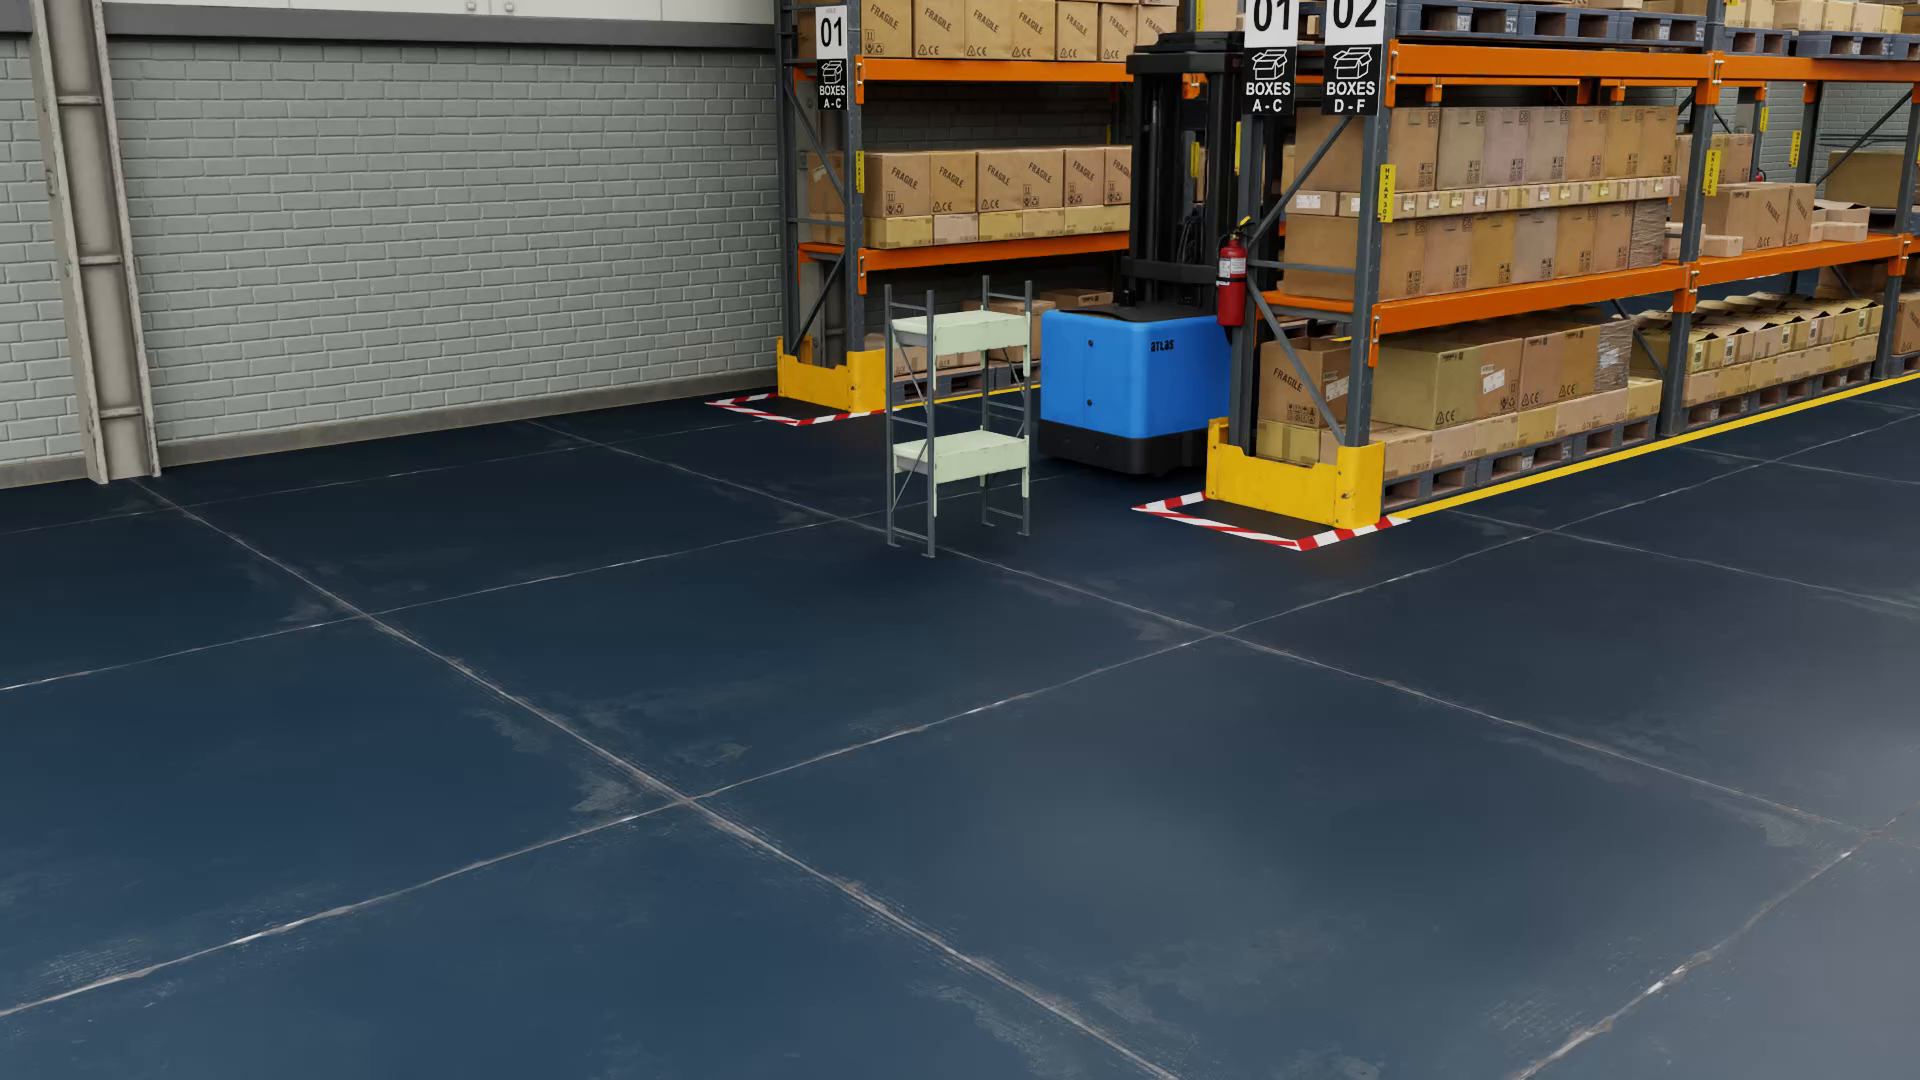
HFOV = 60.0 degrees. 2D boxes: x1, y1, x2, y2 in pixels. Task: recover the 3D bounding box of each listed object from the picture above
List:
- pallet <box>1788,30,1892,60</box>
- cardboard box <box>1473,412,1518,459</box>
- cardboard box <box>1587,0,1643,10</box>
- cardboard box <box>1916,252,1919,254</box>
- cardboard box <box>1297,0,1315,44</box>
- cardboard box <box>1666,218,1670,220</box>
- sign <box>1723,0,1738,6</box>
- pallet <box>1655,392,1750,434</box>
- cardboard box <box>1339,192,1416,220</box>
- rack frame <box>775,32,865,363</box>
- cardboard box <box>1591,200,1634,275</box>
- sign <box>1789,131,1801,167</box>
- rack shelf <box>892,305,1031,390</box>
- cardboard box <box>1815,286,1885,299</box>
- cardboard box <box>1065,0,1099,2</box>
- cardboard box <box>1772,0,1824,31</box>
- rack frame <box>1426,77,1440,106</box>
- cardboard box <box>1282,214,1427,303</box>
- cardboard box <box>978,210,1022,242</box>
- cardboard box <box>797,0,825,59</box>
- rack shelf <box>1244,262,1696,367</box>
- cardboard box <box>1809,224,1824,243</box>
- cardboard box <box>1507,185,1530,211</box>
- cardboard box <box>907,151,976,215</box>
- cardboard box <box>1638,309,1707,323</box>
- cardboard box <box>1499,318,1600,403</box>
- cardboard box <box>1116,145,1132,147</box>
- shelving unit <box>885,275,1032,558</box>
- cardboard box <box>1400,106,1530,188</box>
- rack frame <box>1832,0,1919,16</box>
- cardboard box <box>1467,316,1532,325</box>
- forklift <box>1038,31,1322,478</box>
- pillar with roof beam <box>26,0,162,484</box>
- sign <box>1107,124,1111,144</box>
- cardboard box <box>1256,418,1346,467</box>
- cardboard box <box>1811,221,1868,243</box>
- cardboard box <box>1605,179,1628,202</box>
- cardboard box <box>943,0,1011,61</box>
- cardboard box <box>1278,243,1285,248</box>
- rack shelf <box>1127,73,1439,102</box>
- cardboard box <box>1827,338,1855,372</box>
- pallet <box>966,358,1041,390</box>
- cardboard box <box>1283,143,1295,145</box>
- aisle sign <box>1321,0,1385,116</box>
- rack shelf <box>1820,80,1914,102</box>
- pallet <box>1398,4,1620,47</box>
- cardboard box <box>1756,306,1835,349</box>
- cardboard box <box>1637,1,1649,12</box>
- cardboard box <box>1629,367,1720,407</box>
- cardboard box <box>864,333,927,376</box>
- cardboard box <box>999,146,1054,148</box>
[{"bbox_3d":[6.841,-4.043,13.626,1.213,0.211,1.003,-12,19,-37],"label":"pallet"},{"bbox_3d":[3.403,-0.744,11.238,0.500,0.250,0.500,-13,19,-39],"label":"cardboard box"},{"bbox_3d":[4.387,-3.670,11.268,0.250,0.149,0.380,-13,19,-39],"label":"cardboard box"},{"bbox_3d":[9.874,-2.848,17.138,0.500,0.250,0.500,-13,19,-39],"label":"cardboard box"},{"bbox_3d":[3.259,-5.280,16.884,0.500,0.500,0.500,-14,20,-41],"label":"cardboard box"},{"bbox_3d":[9.846,-4.429,23.290,0.250,0.149,0.380,-12,19,-39],"label":"cardboard box"},{"bbox_3d":[5.483,-3.959,11.792,0.005,0.325,0.100,-13,19,-39],"label":"sign"},{"bbox_3d":[5.648,-1.115,13.515,1.213,0.211,1.003,-13,19,-39],"label":"pallet"},{"bbox_3d":[2.538,-2.038,10.118,0.250,0.149,0.380,-13,20,-40],"label":"cardboard box"},{"bbox_3d":[-1.154,-2.616,13.730,0.127,3.000,1.000,-13,19,-39],"label":"rack frame"},{"bbox_3d":[4.394,-2.211,12.021,0.500,0.500,0.700,-13,20,-40],"label":"cardboard box"},{"bbox_3d":[7.772,-3.632,15.446,0.005,0.325,0.100,-13,19,-39],"label":"sign"},{"bbox_3d":[-0.005,-1.100,9.451,0.720,0.370,0.431,-13,19,-39],"label":"rack shelf"},{"bbox_3d":[8.687,-2.216,16.226,0.500,0.500,0.500,-12,19,-37],"label":"cardboard box"},{"bbox_3d":[0.870,-4.961,14.526,0.500,0.500,0.500,-14,20,-41],"label":"cardboard box"},{"bbox_3d":[6.600,-4.221,13.405,0.500,0.250,0.500,14,20,42],"label":"cardboard box"},{"bbox_3d":[4.881,-3.971,18.804,0.127,3.000,1.000,-13,19,-39],"label":"rack frame"},{"bbox_3d":[2.461,-1.777,10.396,0.500,0.500,0.700,-13,19,-39],"label":"cardboard box"},{"bbox_3d":[0.193,-2.750,14.484,0.500,0.250,0.500,-13,20,-40],"label":"cardboard box"},{"bbox_3d":[-1.006,-4.243,13.777,0.500,0.500,0.500,-11,18,-35],"label":"cardboard box"},{"bbox_3d":[3.609,-1.643,11.484,4.000,0.370,1.077,-13,19,-39],"label":"rack shelf"},{"bbox_3d":[7.210,-2.659,14.379,0.250,0.149,0.380,-11,18,-35],"label":"cardboard box"},{"bbox_3d":[3.508,-2.257,10.936,0.250,0.149,0.380,-13,20,-40],"label":"cardboard box"},{"bbox_3d":[-0.217,-3.019,14.040,0.500,0.500,0.500,-13,19,-39],"label":"cardboard box"},{"bbox_3d":[6.002,-1.773,14.003,0.500,0.311,0.500,-13,20,-40],"label":"cardboard box"},{"bbox_3d":[4.152,-1.277,11.781,0.500,0.500,0.500,-13,19,-39],"label":"cardboard box"},{"bbox_3d":[1.710,-3.453,15.662,0.500,0.500,0.500,-13,20,-39],"label":"cardboard box"},{"bbox_3d":[-0.005,-0.723,9.552,0.755,1.500,0.431,-13,19,-39],"label":"shelving unit"},{"bbox_3d":[3.274,-2.588,10.920,0.500,0.500,0.700,-13,19,-39],"label":"cardboard box"},{"bbox_3d":[8.135,-5.906,14.422,0.127,3.000,1.000,-13,19,-39],"label":"rack frame"},{"bbox_3d":[3.808,-1.379,12.163,0.500,0.500,0.500,-13,19,-39],"label":"cardboard box"},{"bbox_3d":[2.015,-2.125,12.025,3.031,2.935,1.130,-12,19,-38],"label":"forklift"},{"bbox_3d":[-2.894,-3.947,7.088,0.400,9.000,9.100,-13,19,-39],"label":"pillar with roof beam"},{"bbox_3d":[1.496,-3.960,16.520,0.005,0.325,0.100,-13,19,-39],"label":"sign"},{"bbox_3d":[2.311,-0.675,10.979,0.500,0.250,0.500,-13,19,-39],"label":"cardboard box"},{"bbox_3d":[7.638,-2.680,14.457,0.250,0.149,0.380,-13,19,-39],"label":"cardboard box"},{"bbox_3d":[4.472,-2.473,11.743,0.250,0.149,0.380,-13,20,-39],"label":"cardboard box"},{"bbox_3d":[0.080,-4.304,14.005,0.500,0.500,0.500,-12,19,-37],"label":"cardboard box"},{"bbox_3d":[3.516,-3.034,17.833,0.500,0.250,0.500,-13,20,-40],"label":"cardboard box"},{"bbox_3d":[3.372,-4.734,17.241,4.000,0.370,1.077,-13,19,-39],"label":"rack shelf"},{"bbox_3d":[7.512,-1.657,14.656,0.500,0.250,0.500,-13,20,-40],"label":"cardboard box"},{"bbox_3d":[0.459,-1.618,15.398,1.213,0.211,1.003,-13,19,-39],"label":"pallet"},{"bbox_3d":[3.608,-3.935,17.623,0.500,0.500,0.700,-13,19,-39],"label":"cardboard box"},{"bbox_3d":[2.252,-2.837,9.522,0.004,0.787,0.394,-13,19,-39],"label":"aisle sign"},{"bbox_3d":[9.644,-4.448,16.170,4.000,0.370,1.077,-13,19,-39],"label":"rack shelf"},{"bbox_3d":[3.572,-3.381,10.954,1.213,0.211,1.003,-13,19,-39],"label":"pallet"},{"bbox_3d":[7.132,-1.842,14.260,0.500,0.311,0.500,-13,20,-40],"label":"cardboard box"},{"bbox_3d":[8.620,-6.705,21.057,0.500,0.500,0.500,-13,20,-40],"label":"cardboard box"},{"bbox_3d":[5.585,-1.224,13.035,0.500,0.250,0.500,-13,20,-41],"label":"cardboard box"},{"bbox_3d":[-0.573,-1.629,14.394,0.500,0.311,0.500,13,20,41],"label":"cardboard box"},{"bbox_3d":[0.599,-3.384,15.404,0.500,0.500,0.500,-12,19,-38],"label":"cardboard box"}]
